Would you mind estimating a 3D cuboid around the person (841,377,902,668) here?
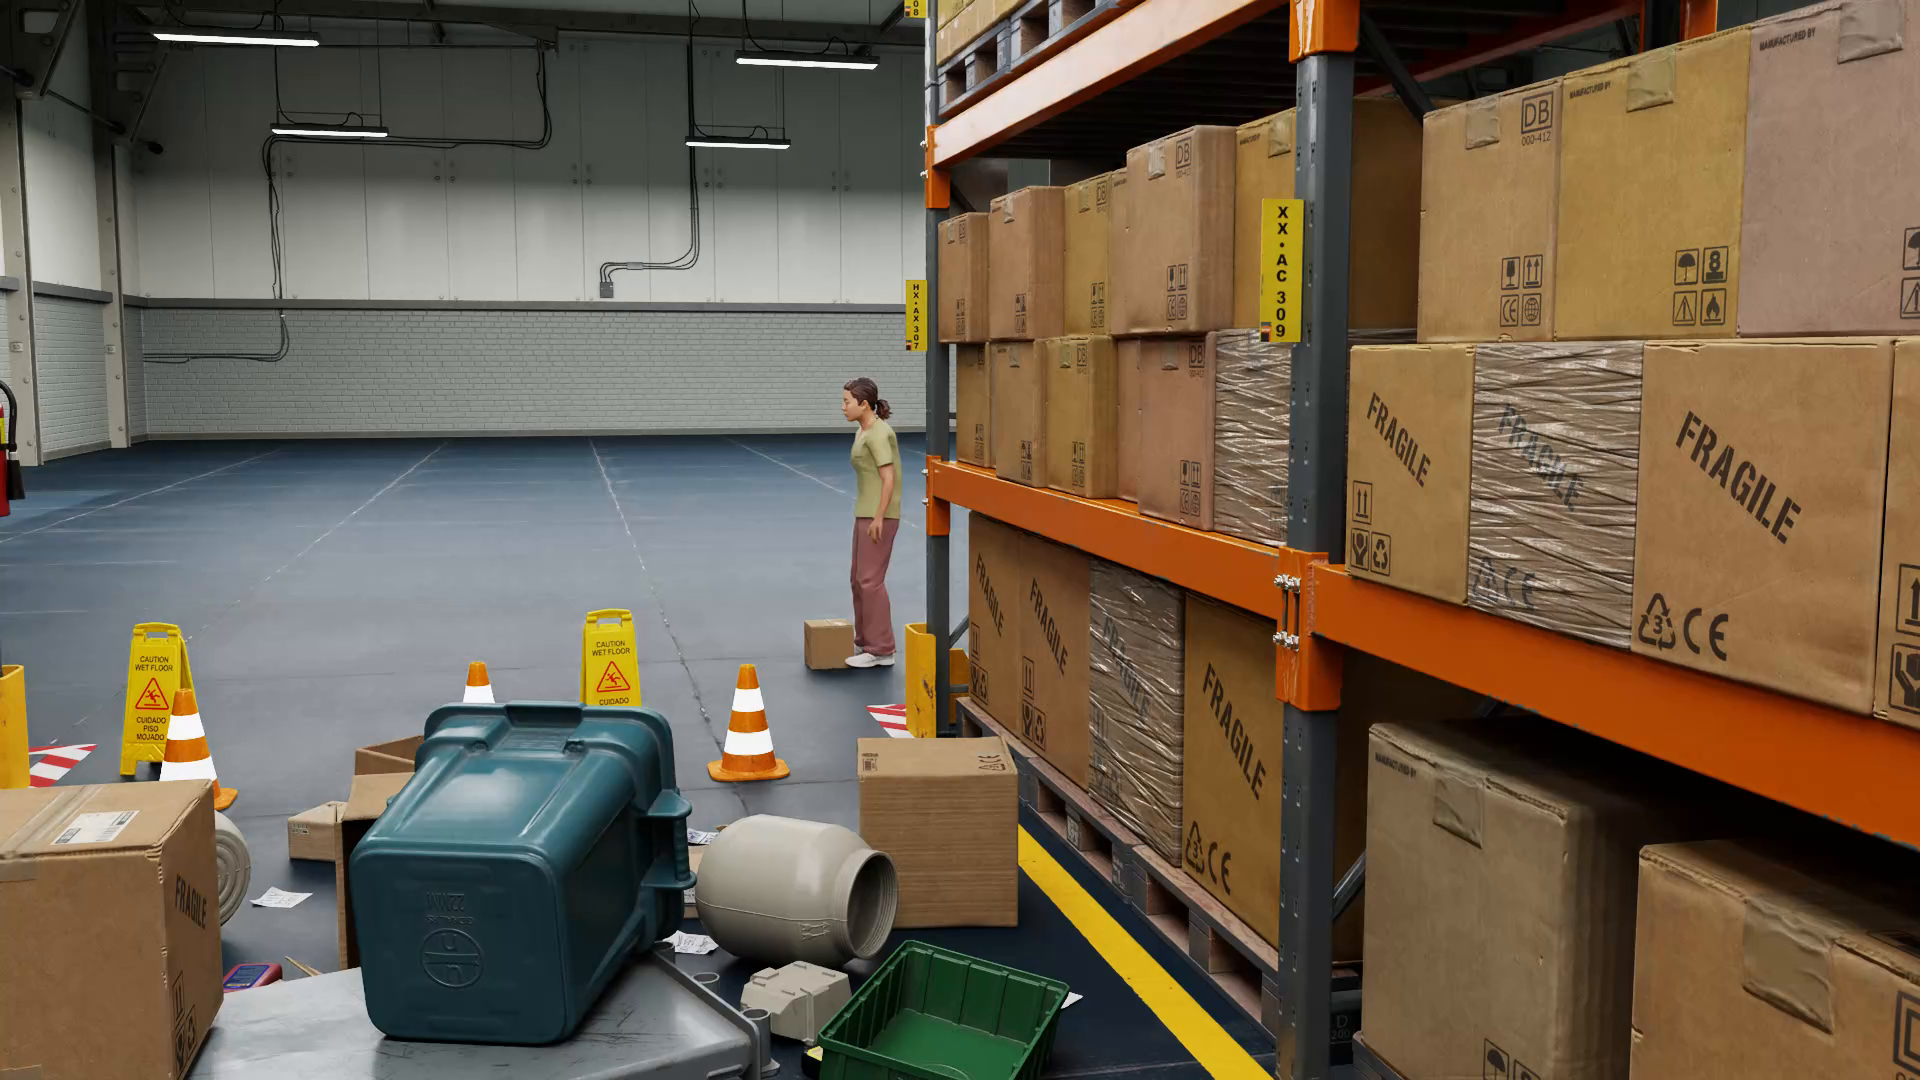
[{"bbox_3d":[-0.523,-0.098,9.667,0.360,1.646,0.497,-2,6,-14],"label":"person"}]
